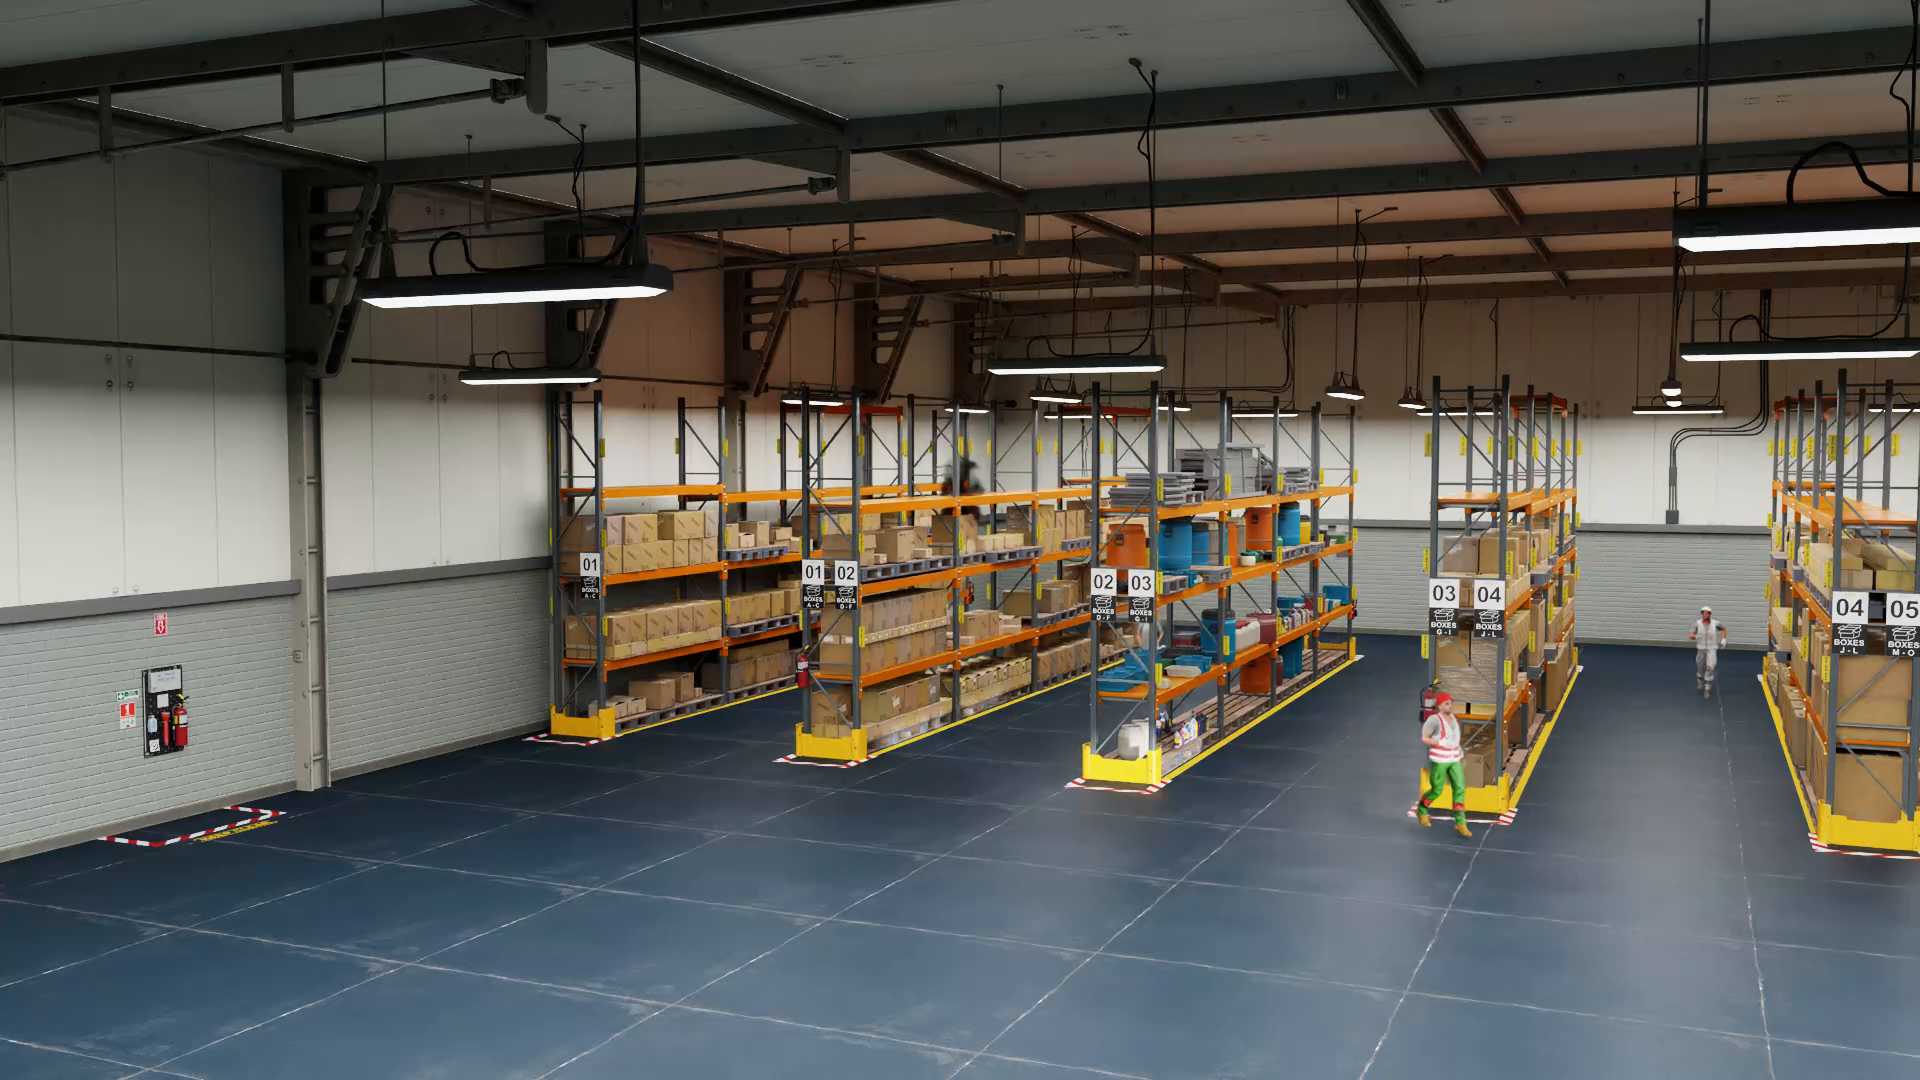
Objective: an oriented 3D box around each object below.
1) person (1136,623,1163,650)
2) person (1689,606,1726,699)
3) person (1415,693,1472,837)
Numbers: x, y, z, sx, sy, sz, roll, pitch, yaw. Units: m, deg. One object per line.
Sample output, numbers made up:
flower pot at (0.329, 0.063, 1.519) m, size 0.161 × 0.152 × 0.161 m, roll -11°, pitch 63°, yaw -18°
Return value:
person at (3.968, 2.265, 34.780) m, size 0.564 × 1.637 × 0.764 m, roll 0°, pitch 3°, yaw 9°
person at (15.115, 2.250, 33.638) m, size 0.675 × 1.832 × 0.931 m, roll 2°, pitch 4°, yaw 29°
person at (6.288, 2.892, 21.608) m, size 0.659 × 1.805 × 0.879 m, roll -1°, pitch 3°, yaw -23°
